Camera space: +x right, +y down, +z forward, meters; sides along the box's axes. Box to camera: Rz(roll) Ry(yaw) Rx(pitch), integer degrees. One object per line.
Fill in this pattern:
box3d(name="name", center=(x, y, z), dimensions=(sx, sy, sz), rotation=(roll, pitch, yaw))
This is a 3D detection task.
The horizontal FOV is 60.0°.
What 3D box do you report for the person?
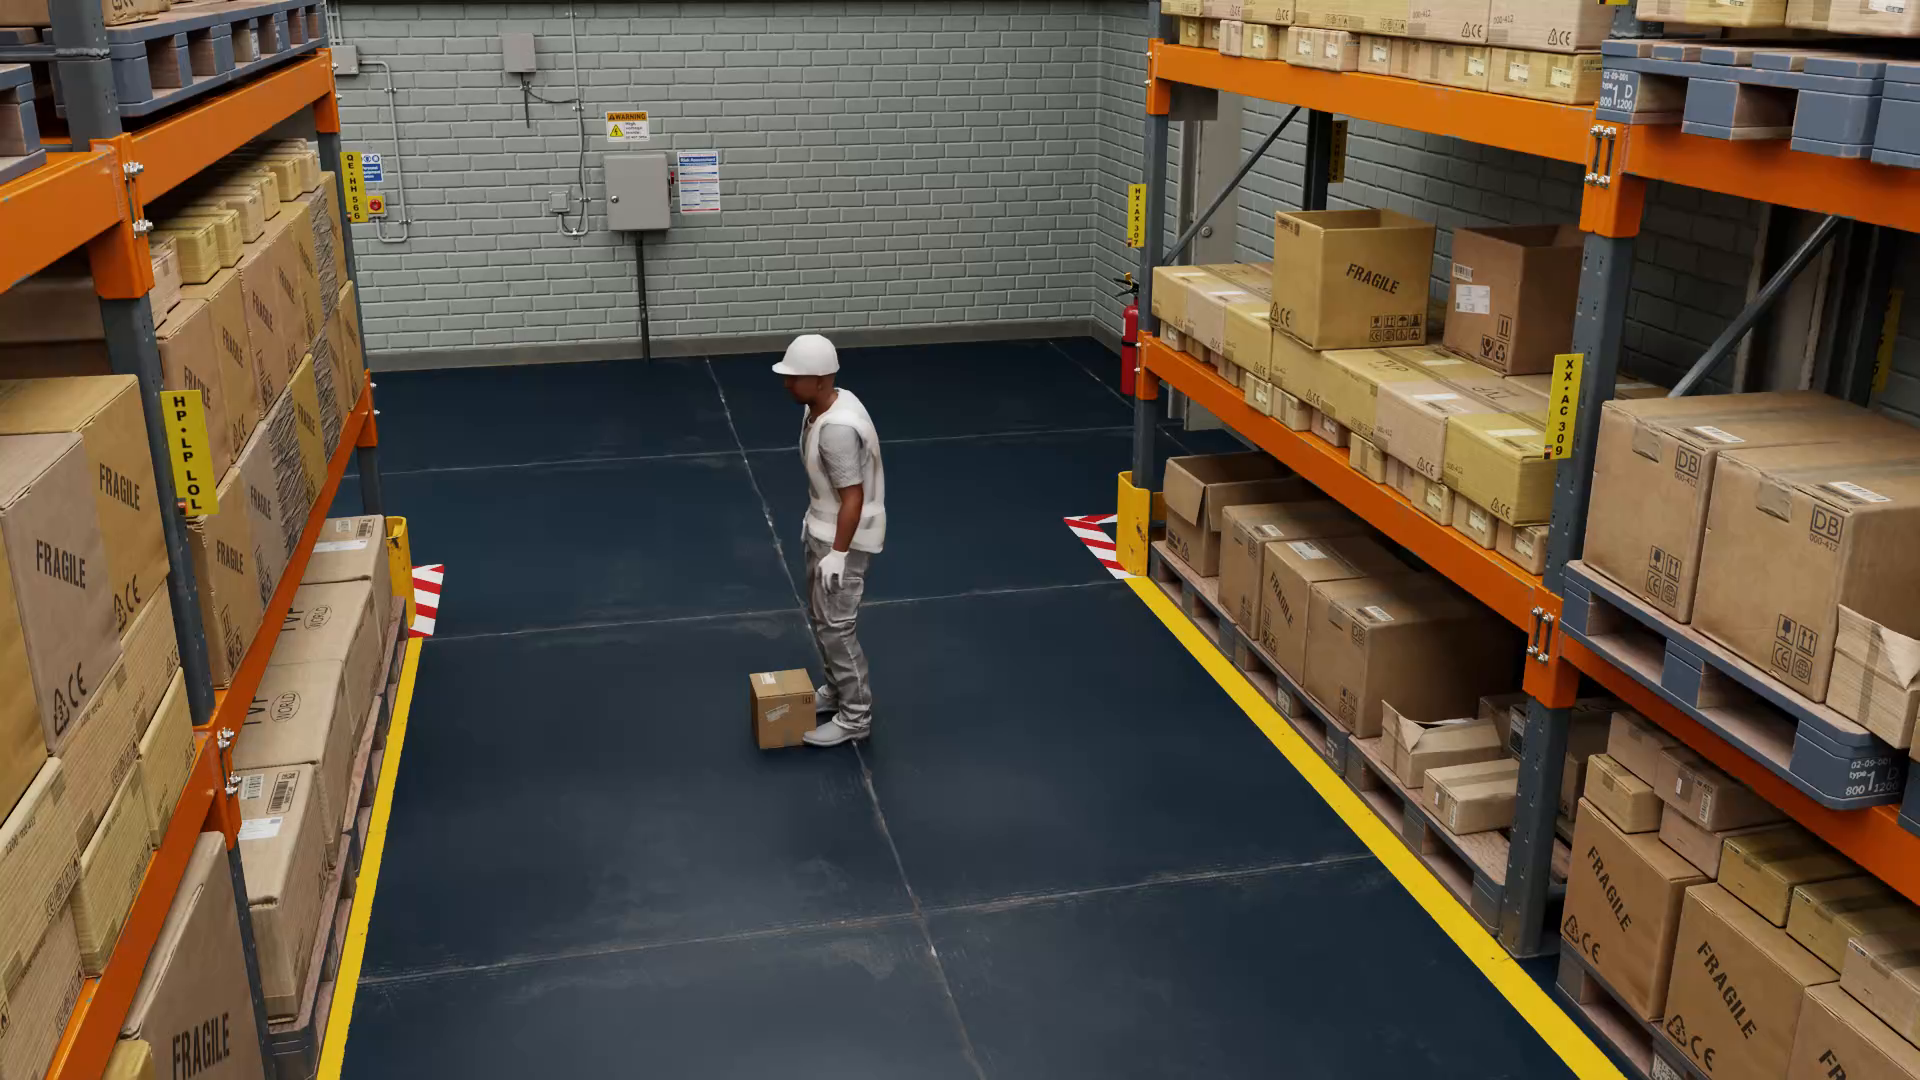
box3d(name="person", center=(-0.549, -0.007, 7.071), dimensions=(0.447, 1.774, 0.618), rotation=(-4, 20, -12))
